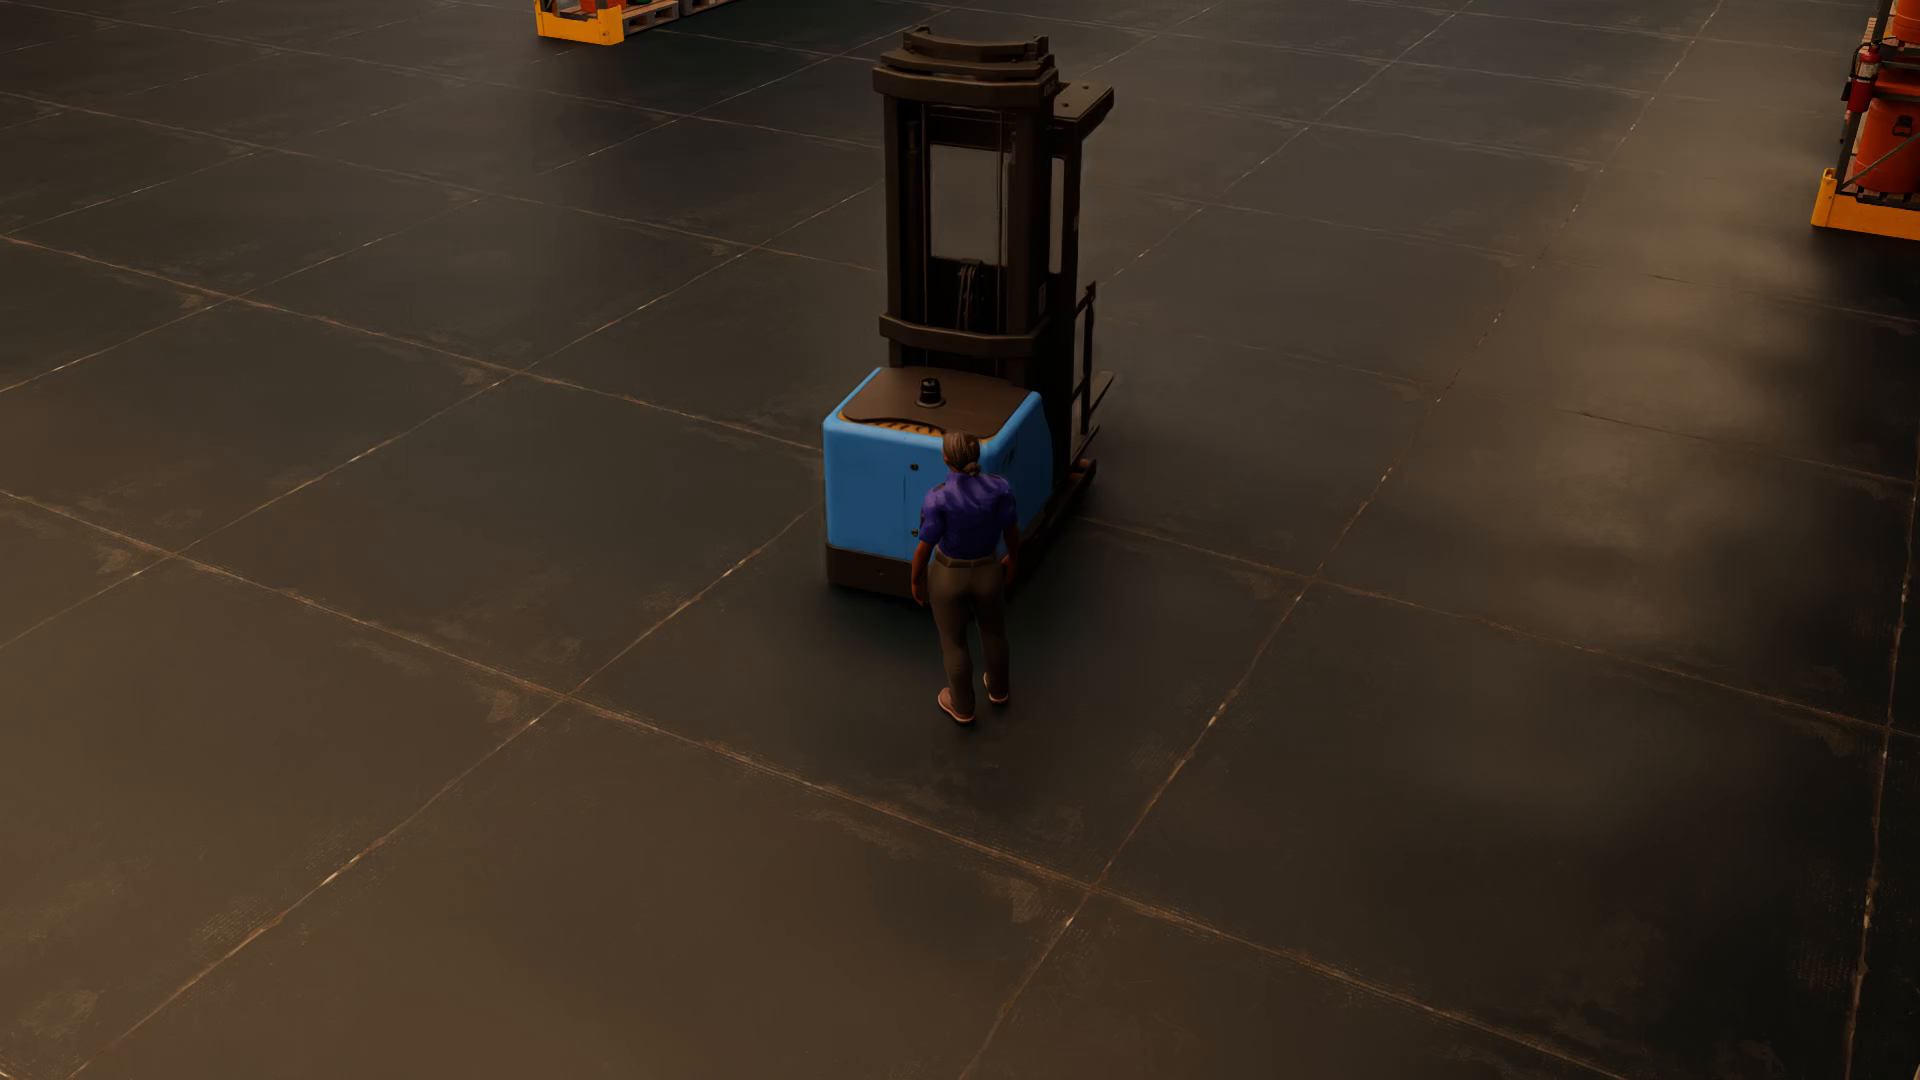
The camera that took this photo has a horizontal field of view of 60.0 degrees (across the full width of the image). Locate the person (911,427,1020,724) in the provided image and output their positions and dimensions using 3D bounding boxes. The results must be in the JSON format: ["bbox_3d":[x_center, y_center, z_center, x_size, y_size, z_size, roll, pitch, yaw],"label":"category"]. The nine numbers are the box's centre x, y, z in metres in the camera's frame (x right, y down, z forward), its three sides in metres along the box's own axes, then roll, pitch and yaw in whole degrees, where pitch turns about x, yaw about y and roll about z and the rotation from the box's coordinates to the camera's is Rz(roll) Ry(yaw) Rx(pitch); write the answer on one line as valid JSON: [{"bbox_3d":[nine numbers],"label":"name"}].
[{"bbox_3d":[0.019,0.143,8.085,0.569,1.654,0.504,-9,31,-15],"label":"person"}]

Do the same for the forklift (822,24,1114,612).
[{"bbox_3d":[0.226,-1.591,9.828,1.130,2.935,3.031,11,32,18],"label":"forklift"}]
